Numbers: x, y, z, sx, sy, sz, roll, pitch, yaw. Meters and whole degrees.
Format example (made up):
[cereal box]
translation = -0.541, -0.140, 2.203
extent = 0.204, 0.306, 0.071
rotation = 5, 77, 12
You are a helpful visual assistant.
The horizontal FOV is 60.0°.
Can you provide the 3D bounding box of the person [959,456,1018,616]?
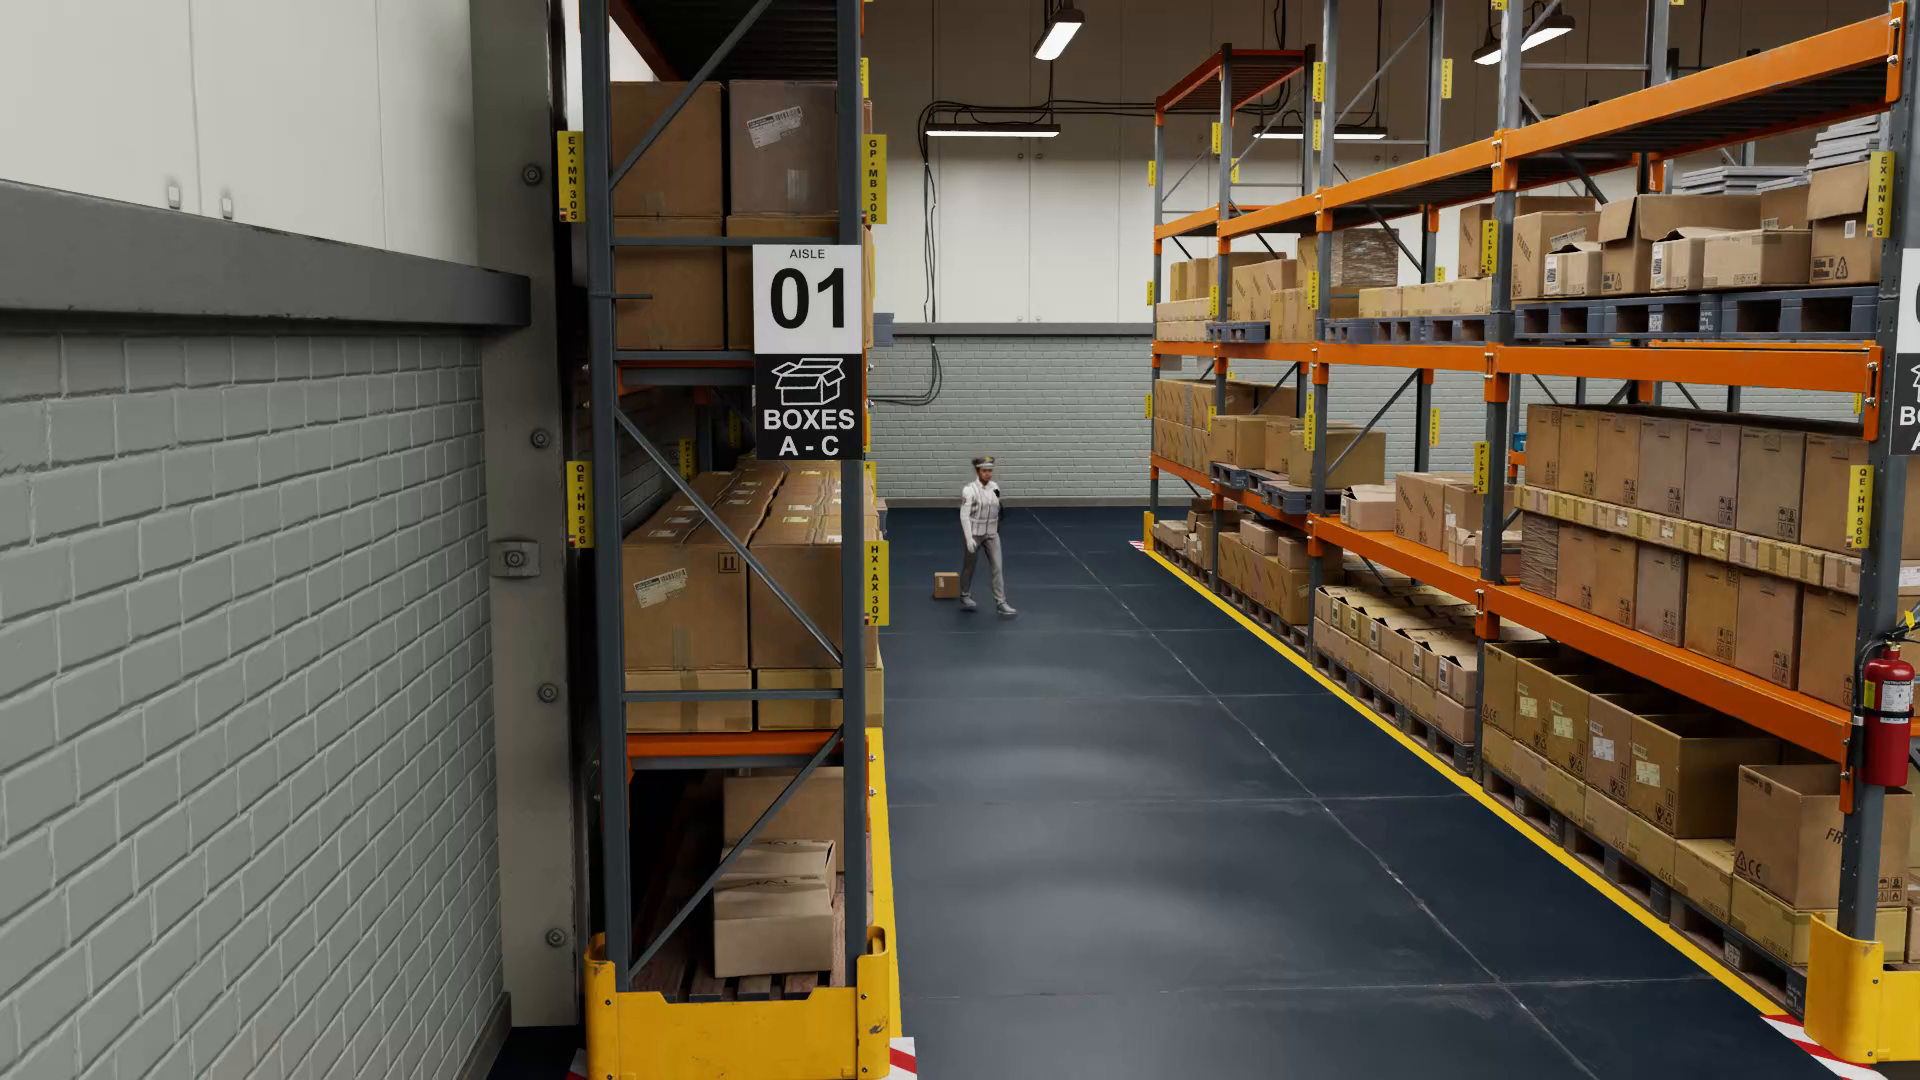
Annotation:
[person]
translation = 0.234, -0.065, 17.135
extent = 0.514, 1.616, 0.968
rotation = -3, 8, -25
